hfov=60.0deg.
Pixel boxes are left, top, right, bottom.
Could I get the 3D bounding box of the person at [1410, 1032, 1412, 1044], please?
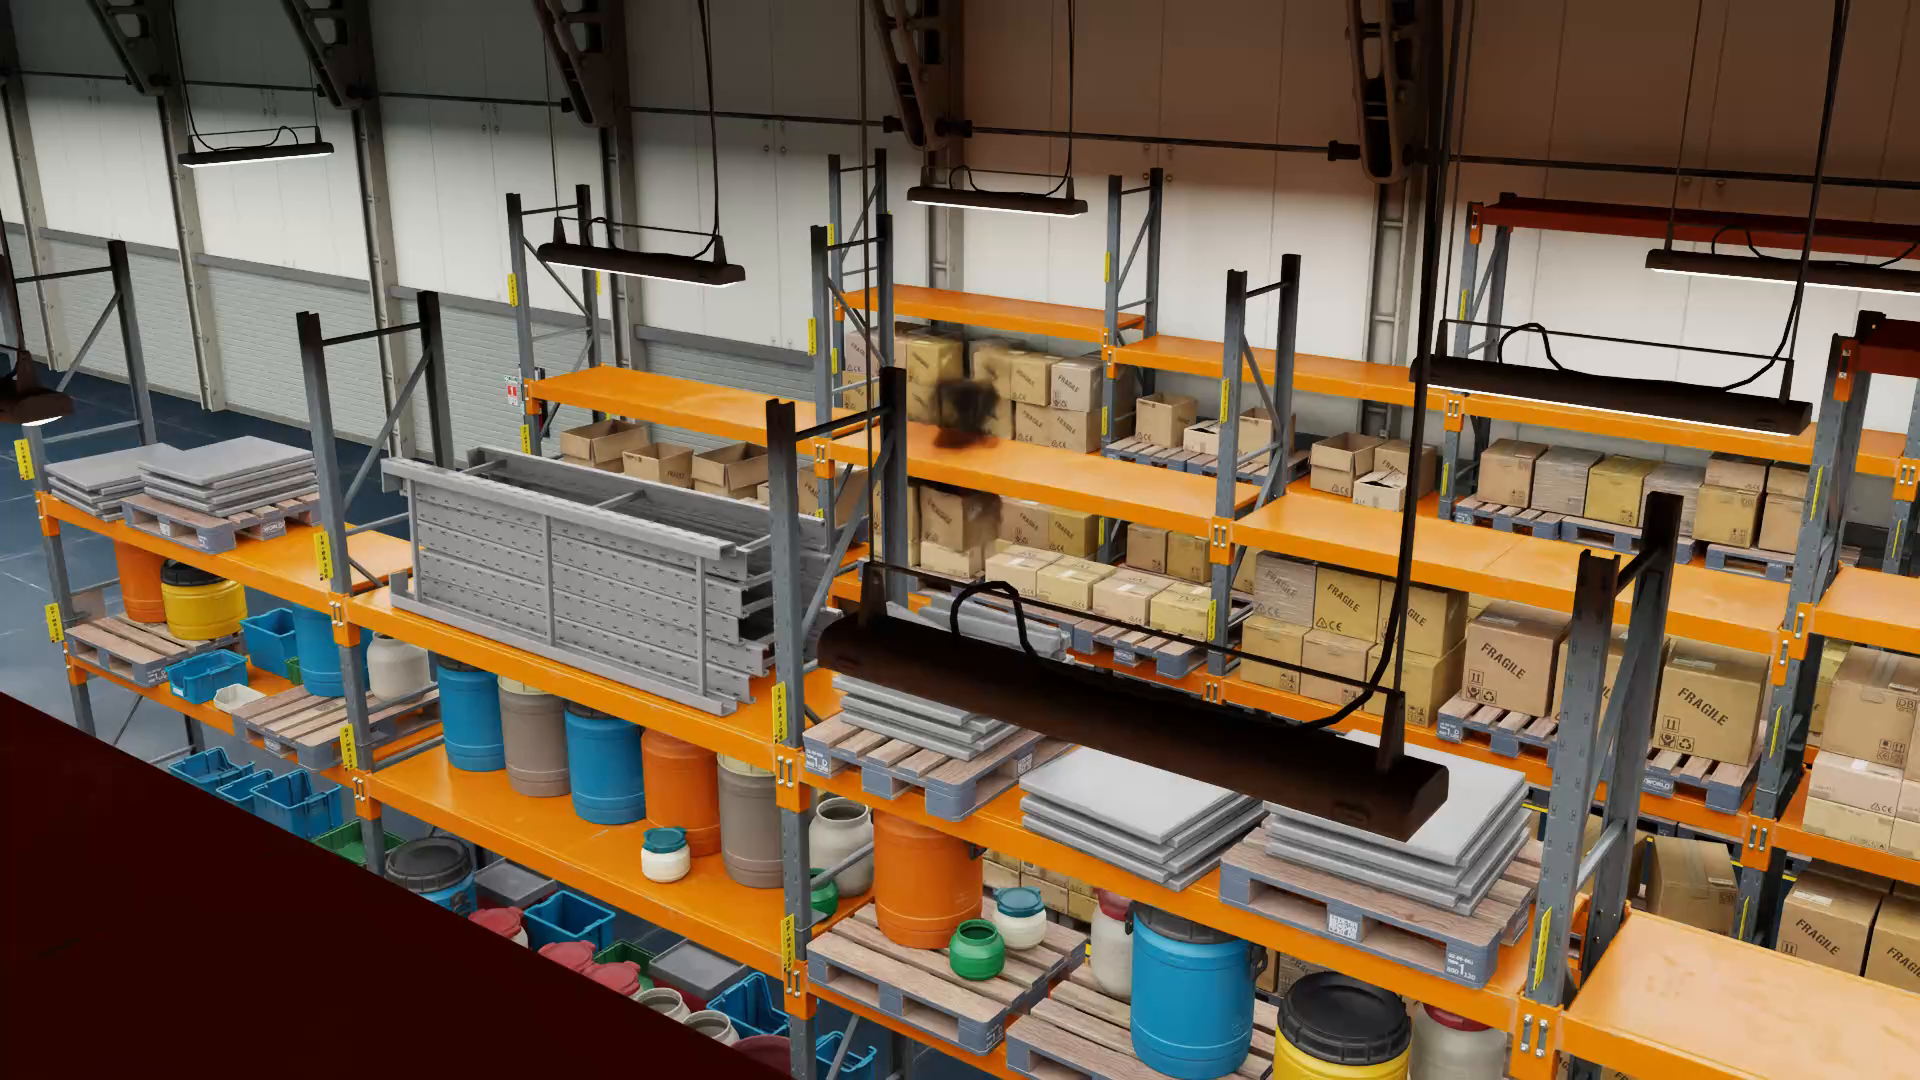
[{"bbox_3d":[2.884,3.927,10.862,0.596,1.632,0.607,7,20,21],"label":"person"}]
